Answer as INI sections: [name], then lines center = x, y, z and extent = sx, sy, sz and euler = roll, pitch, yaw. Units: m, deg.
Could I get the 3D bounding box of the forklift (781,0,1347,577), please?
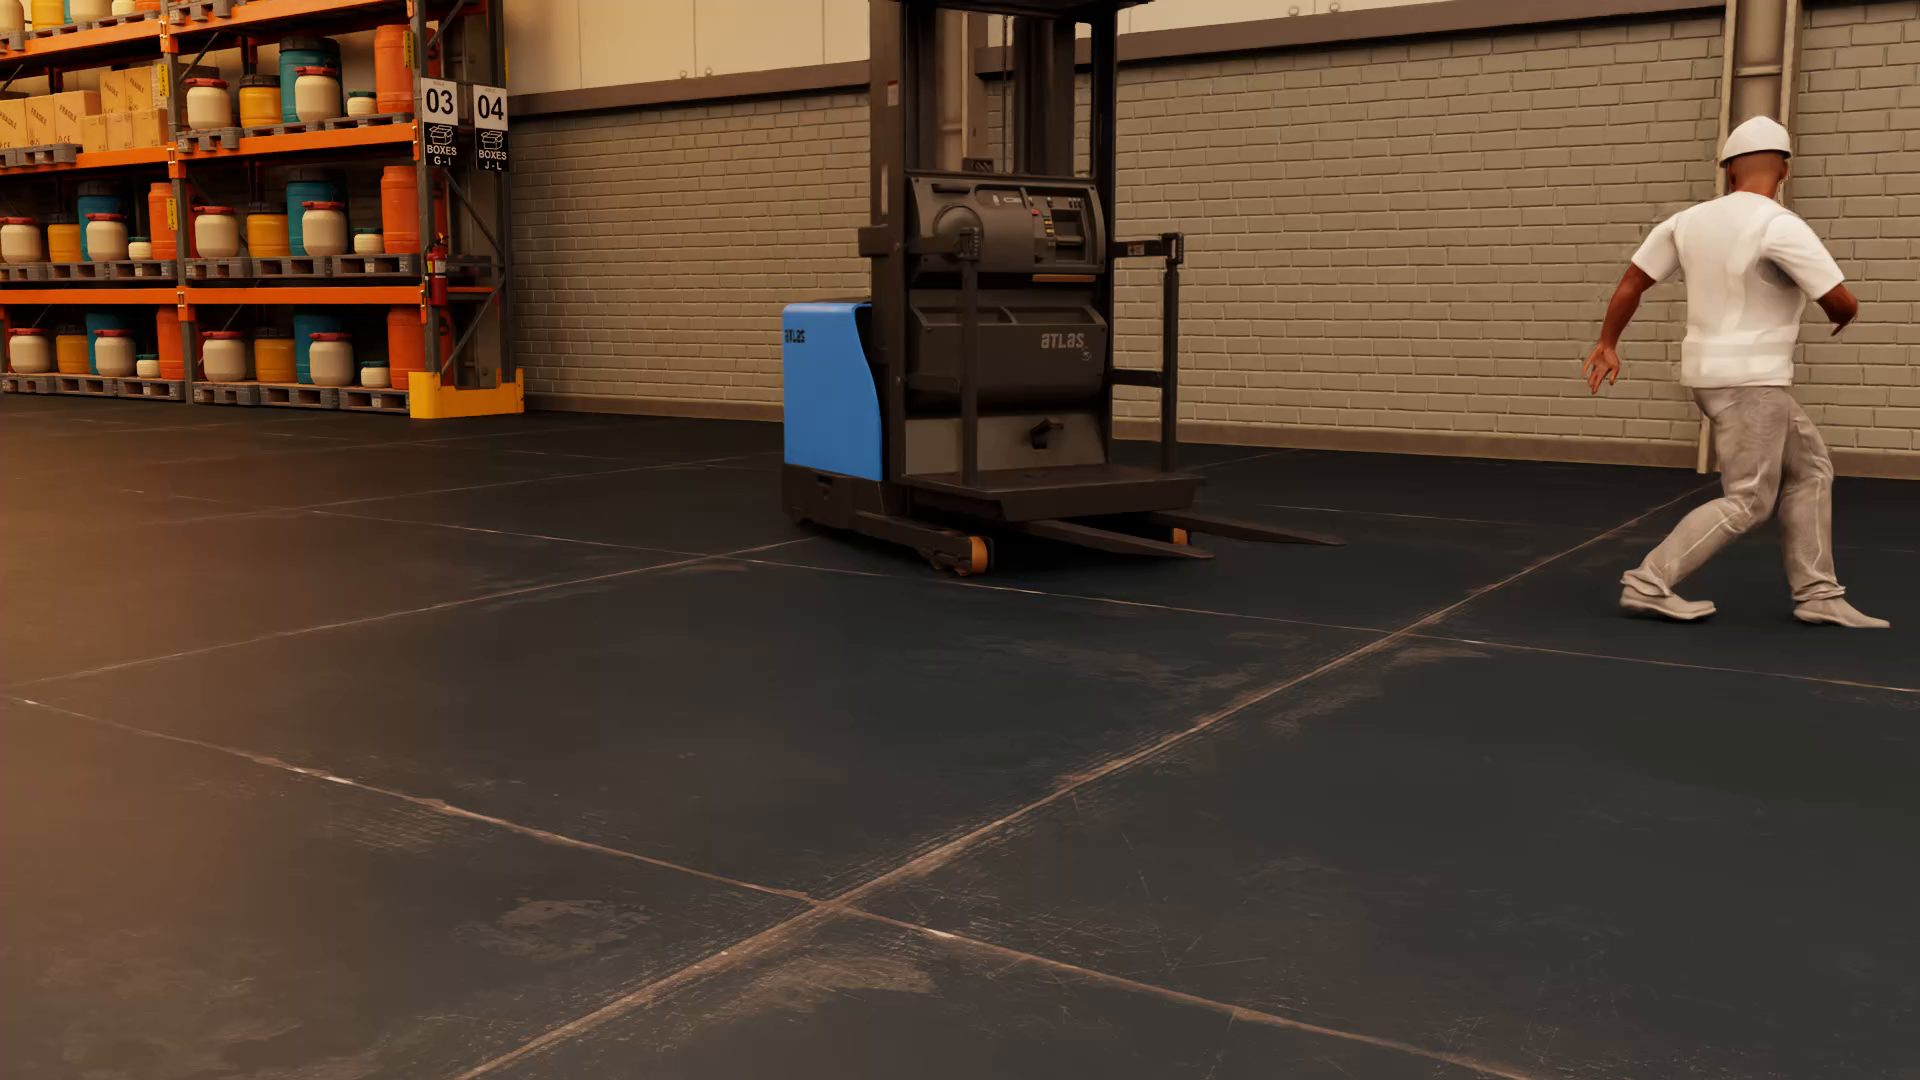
[forklift]
center = 0.323, -1.378, 6.885
extent = 1.130, 2.935, 3.031
euler = -5, 9, -31

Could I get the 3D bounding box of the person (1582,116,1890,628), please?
[person]
center = 2.639, -0.546, 5.565
extent = 0.987, 1.704, 0.582
euler = 1, 8, 8
